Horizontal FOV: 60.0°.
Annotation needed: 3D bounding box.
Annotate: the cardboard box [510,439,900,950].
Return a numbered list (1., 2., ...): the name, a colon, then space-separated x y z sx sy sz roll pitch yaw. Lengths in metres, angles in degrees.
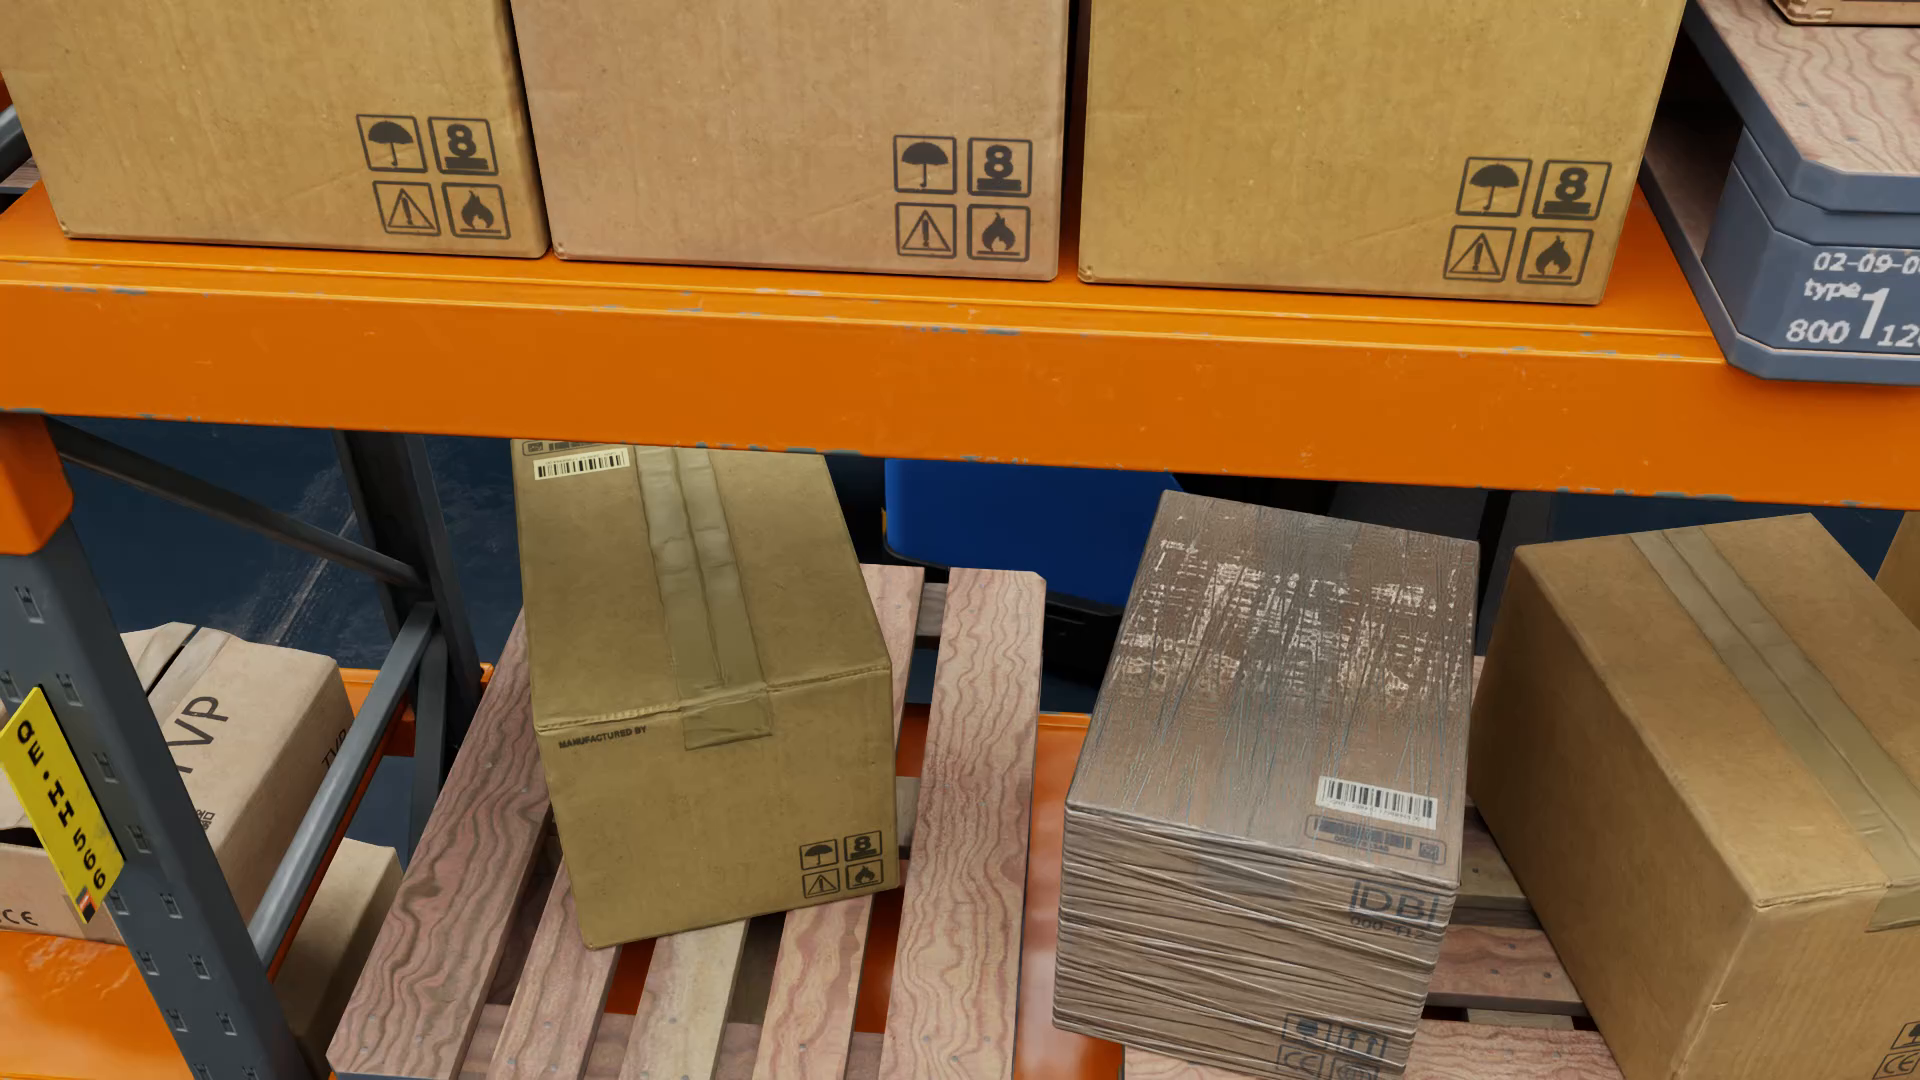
1. cardboard box: -0.424 0.193 2.725 0.500 0.500 0.700 -9 40 -11

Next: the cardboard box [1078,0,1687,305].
1. cardboard box: 0.402 -0.712 1.793 0.500 0.500 0.910 3 39 4

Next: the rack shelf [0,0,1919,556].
1. rack shelf: 0.931 -0.344 1.990 4.000 0.370 1.077 3 39 4

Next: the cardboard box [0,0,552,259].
1. cardboard box: -0.624 -0.768 1.862 0.500 0.500 0.910 3 39 4

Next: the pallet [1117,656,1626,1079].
1. pallet: 0.876 0.609 2.778 1.213 0.211 1.003 3 39 4

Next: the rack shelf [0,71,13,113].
1. rack shelf: -3.054 -0.562 2.258 4.000 0.370 1.077 3 39 4

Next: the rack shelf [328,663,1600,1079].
1. rack shelf: 0.931 0.819 2.937 4.000 0.370 1.077 3 39 4

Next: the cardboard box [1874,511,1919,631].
1. cardboard box: 1.780 0.284 2.614 0.500 0.500 0.700 9 40 11

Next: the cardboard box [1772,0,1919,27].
1. cardboard box: 1.099 -0.899 1.611 0.600 0.600 0.600 2 39 2

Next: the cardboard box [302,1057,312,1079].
1. cardboard box: -1.605 1.244 3.247 0.500 0.311 0.500 4 39 5

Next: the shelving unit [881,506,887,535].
1. shelving unit: -0.717 -0.659 5.371 1.083 1.500 0.587 0 39 -1

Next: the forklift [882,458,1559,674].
1. forklift: 1.327 -0.841 4.461 3.031 2.935 1.130 13 41 15

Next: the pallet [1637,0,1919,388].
1. pallet: 1.246 -0.575 1.853 1.003 0.211 1.213 3 39 4

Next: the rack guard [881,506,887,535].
1. rack guard: -0.220 -0.178 5.770 0.087 0.250 0.587 0 39 -1

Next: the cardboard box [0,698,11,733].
1. cardboard box: -1.936 0.295 3.081 0.500 0.311 0.500 3 39 3

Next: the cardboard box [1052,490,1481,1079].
1. cardboard box: 0.470 0.363 2.516 0.500 0.500 0.700 10 40 12

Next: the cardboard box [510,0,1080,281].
1. cardboard box: -0.116 -0.740 1.828 0.500 0.500 0.910 3 39 4

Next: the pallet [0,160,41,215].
1. pallet: -3.847 -1.779 7.769 1.213 0.211 1.003 3 39 4

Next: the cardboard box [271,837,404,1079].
1. cardboard box: -1.558 0.904 3.664 0.500 0.311 0.500 4 39 5

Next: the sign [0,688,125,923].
1. sign: -1.106 0.332 2.049 0.005 0.325 0.100 3 39 4

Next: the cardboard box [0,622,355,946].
1. cardboard box: -1.420 0.419 2.930 0.500 0.311 0.500 5 39 7

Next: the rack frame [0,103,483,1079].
1. rack frame: -1.061 0.431 2.844 0.127 3.000 1.000 3 39 4

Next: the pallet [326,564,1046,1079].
1. pallet: -0.380 0.499 2.913 1.003 0.211 1.213 3 39 4

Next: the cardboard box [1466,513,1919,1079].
1. cardboard box: 1.158 0.390 2.483 0.500 0.500 0.700 -6 40 -8

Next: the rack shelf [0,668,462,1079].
1. rack shelf: -3.054 0.601 3.205 4.000 0.370 1.077 3 39 4

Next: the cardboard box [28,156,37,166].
1. cardboard box: -3.888 -2.074 7.553 0.500 0.500 0.700 4 39 5
